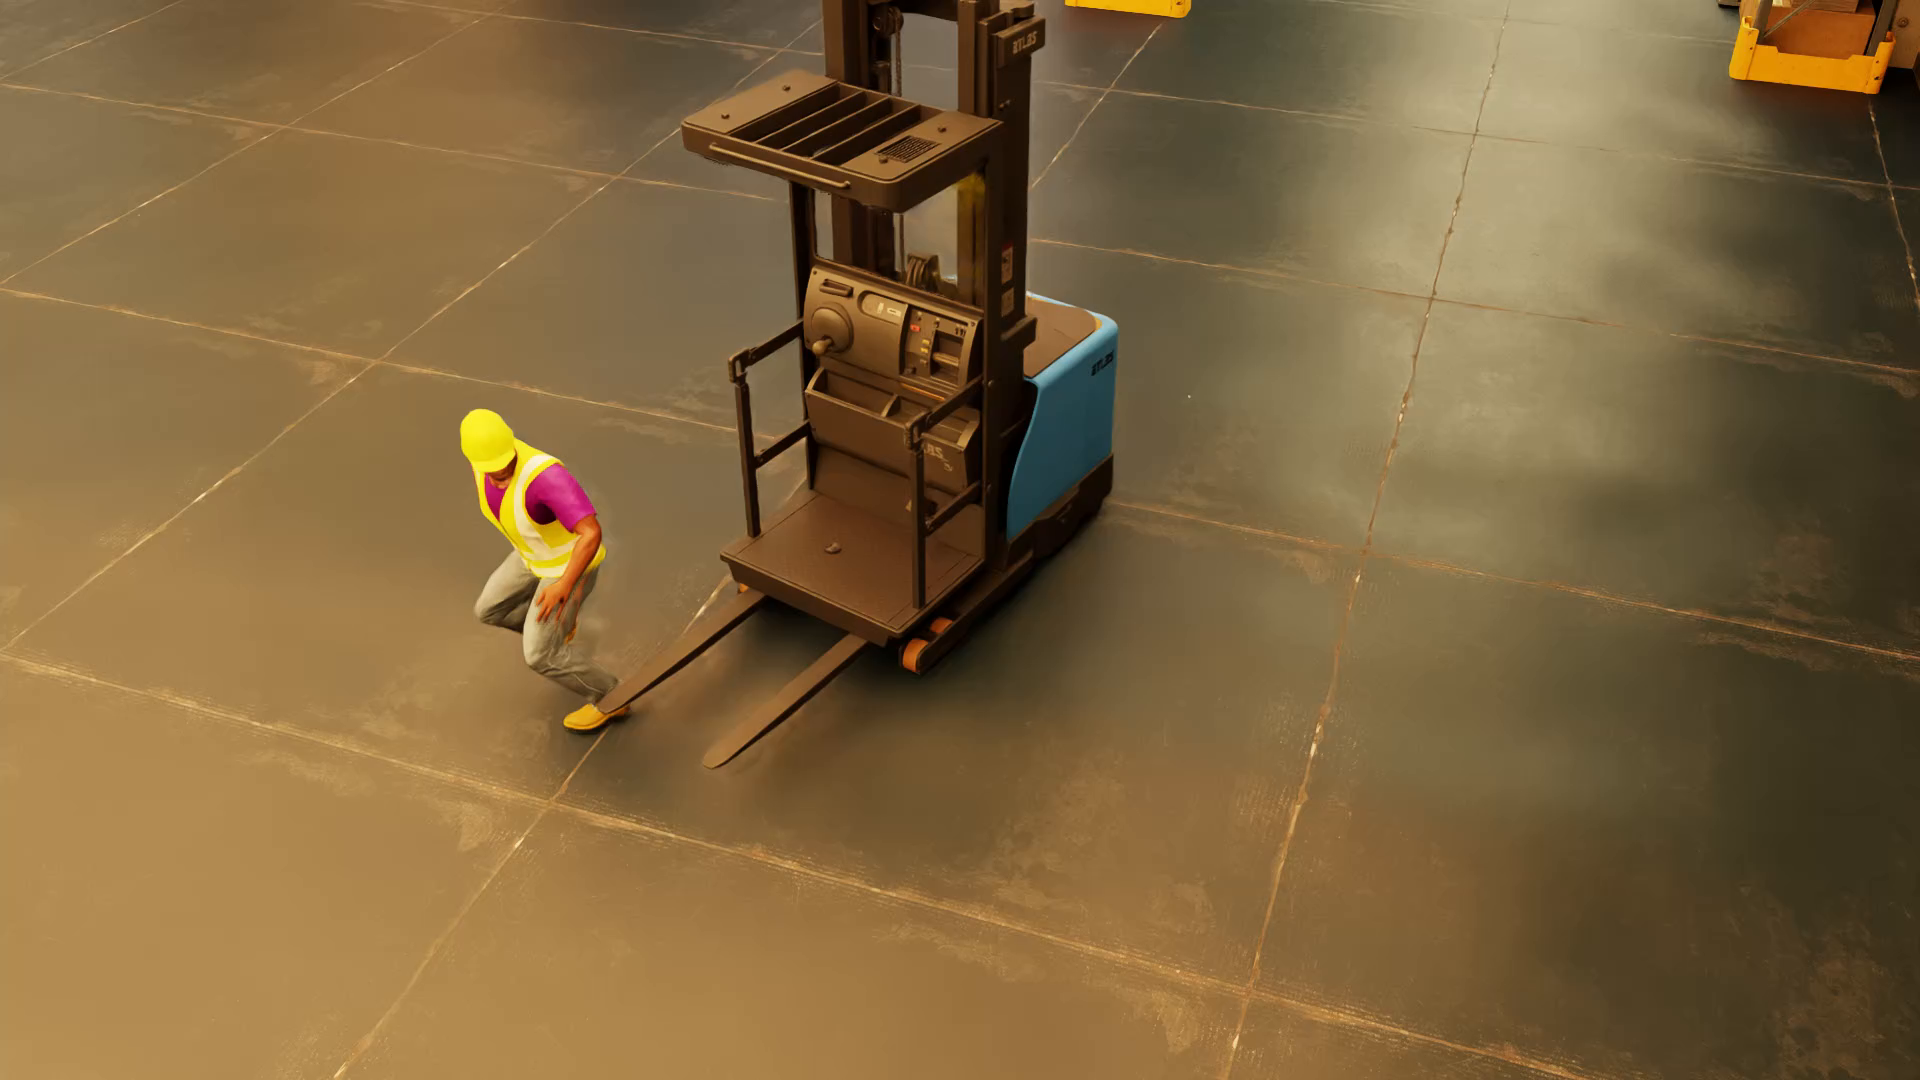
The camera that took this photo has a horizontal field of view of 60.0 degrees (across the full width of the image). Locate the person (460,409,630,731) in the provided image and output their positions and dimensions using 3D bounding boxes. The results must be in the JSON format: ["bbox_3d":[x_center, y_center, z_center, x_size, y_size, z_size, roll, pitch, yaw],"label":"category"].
[{"bbox_3d":[-1.853,0.075,7.229,0.507,1.652,1.049,-26,43,-32],"label":"person"}]

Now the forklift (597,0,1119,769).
[{"bbox_3d":[-0.440,-0.890,7.366,1.130,2.935,3.031,22,41,28],"label":"forklift"}]
